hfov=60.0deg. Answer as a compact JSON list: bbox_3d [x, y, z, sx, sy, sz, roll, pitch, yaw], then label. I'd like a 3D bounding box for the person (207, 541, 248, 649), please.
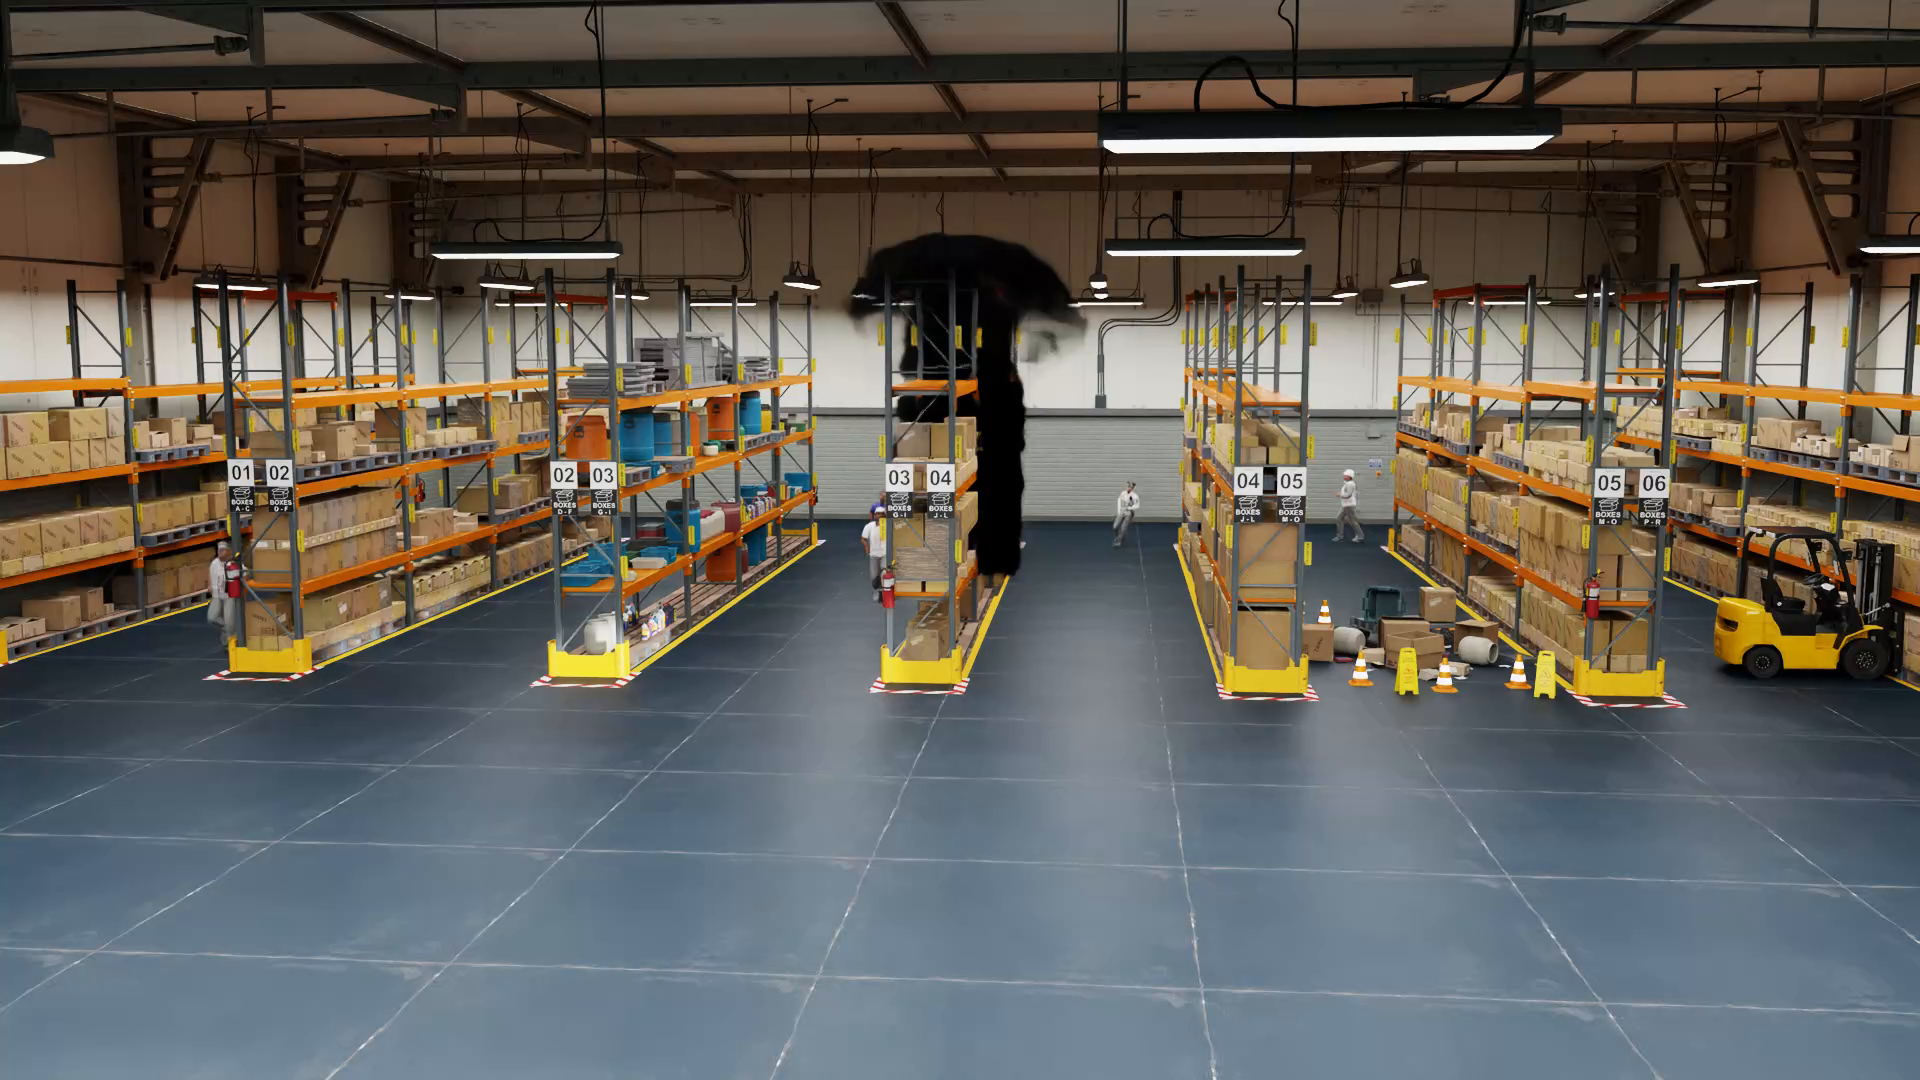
[{"bbox_3d":[-11.816,0.890,26.725,0.710,1.757,0.563,1,7,7],"label":"person"}]

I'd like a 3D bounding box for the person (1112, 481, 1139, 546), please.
[{"bbox_3d":[3.939,-0.620,39.684,0.708,1.594,0.572,4,8,30],"label":"person"}]

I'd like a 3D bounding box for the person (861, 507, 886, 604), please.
[{"bbox_3d":[-1.407,0.269,29.565,0.701,1.733,0.559,0,7,0],"label":"person"}]

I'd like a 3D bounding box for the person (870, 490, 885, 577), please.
[{"bbox_3d":[-1.548,-0.138,33.438,0.557,1.701,0.780,0,7,0],"label":"person"}]

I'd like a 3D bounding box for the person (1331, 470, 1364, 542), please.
[{"bbox_3d":[9.473,-0.823,40.535,0.773,1.786,0.643,1,7,7],"label":"person"}]
